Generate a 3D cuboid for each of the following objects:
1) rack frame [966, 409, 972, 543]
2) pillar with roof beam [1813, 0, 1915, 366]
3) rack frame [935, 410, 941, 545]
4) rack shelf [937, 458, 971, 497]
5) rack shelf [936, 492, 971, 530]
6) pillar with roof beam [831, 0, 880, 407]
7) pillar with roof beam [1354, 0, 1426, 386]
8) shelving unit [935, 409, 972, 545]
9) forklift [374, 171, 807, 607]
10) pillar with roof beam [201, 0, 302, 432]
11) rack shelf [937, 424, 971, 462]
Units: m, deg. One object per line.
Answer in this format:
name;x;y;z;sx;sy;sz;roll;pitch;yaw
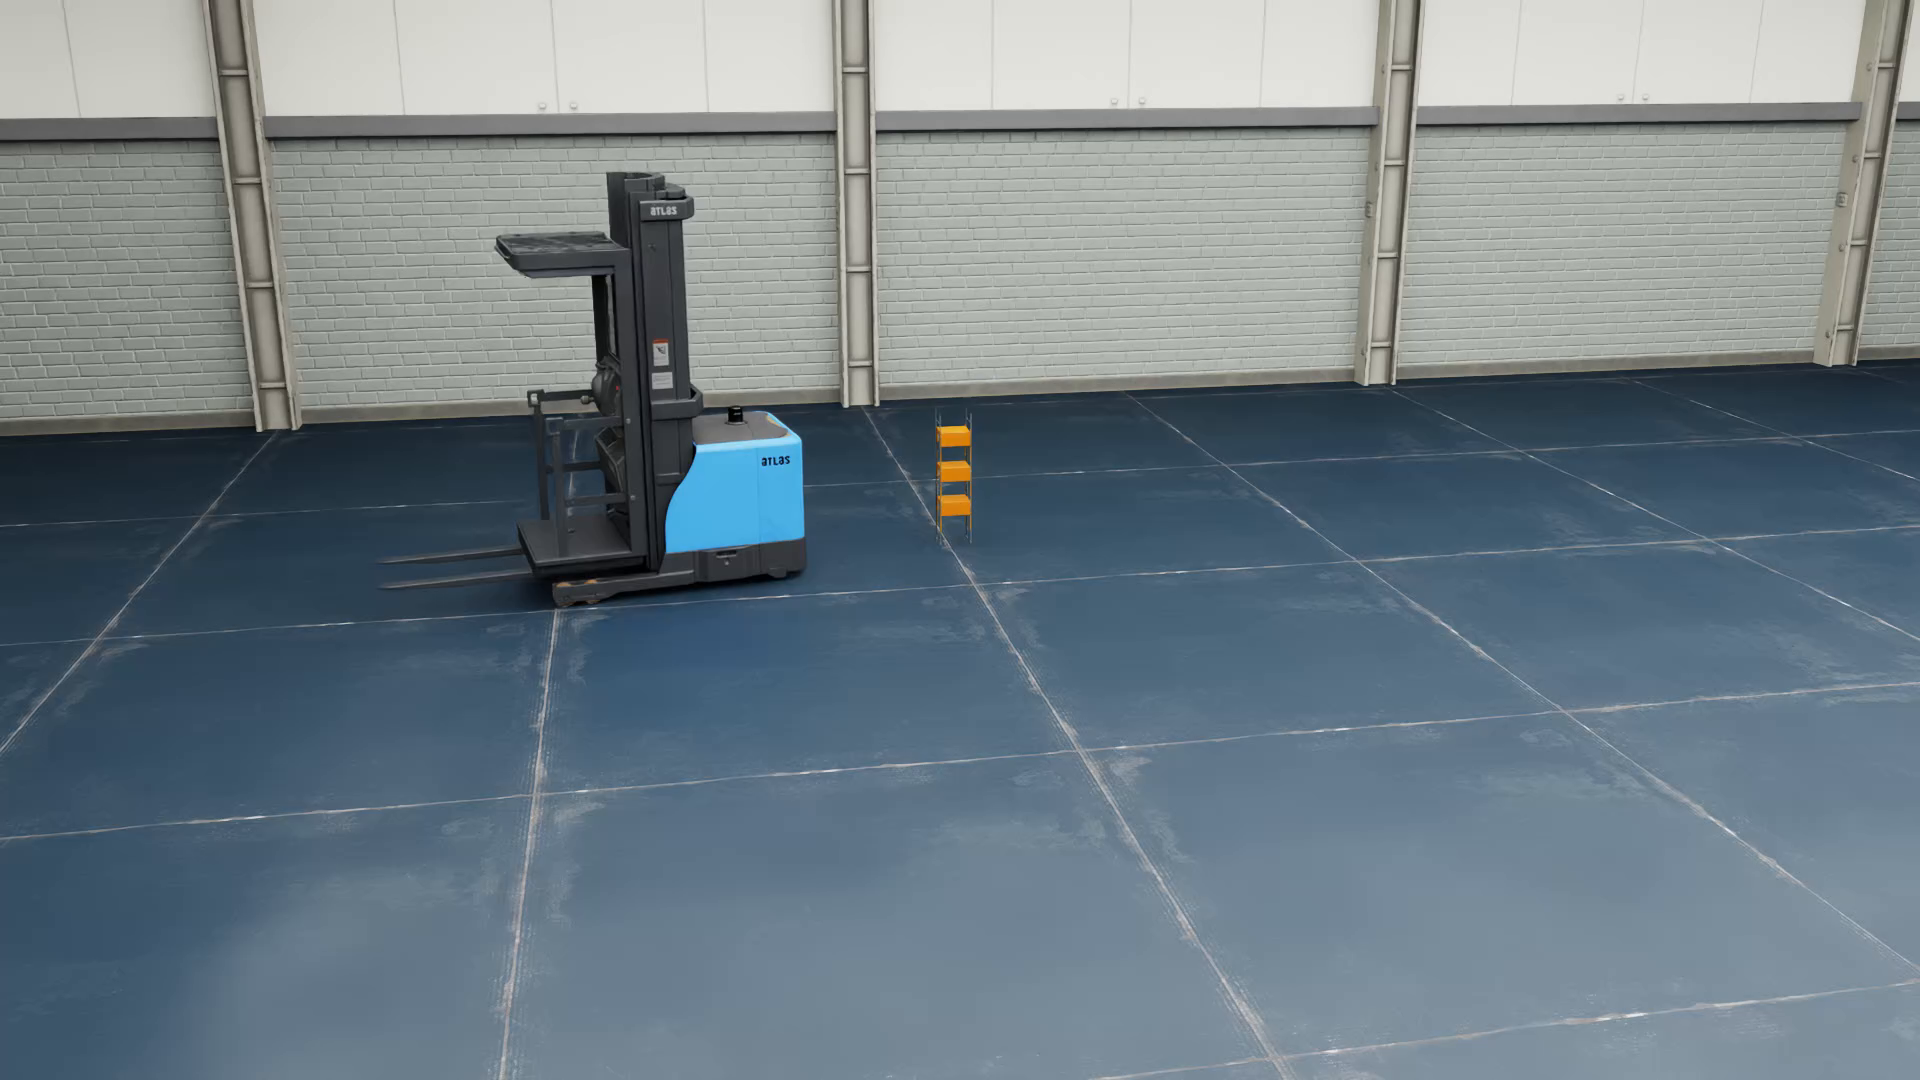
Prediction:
rack frame;0.067;-0.506;13.170;0.008;1.050;0.200;-3;17;-10
pillar with roof beam;11.504;-5.220;14.979;0.400;9.000;9.100;-3;17;-10
rack frame;-0.172;-0.492;13.126;0.008;1.050;0.200;-3;17;-10
rack shelf;-0.053;-0.489;13.151;0.240;0.259;0.215;-3;17;-10
rack shelf;-0.053;-0.223;13.233;0.240;0.259;0.215;-3;17;-10
pillar with roof beam;-0.278;-4.551;12.803;0.400;9.000;9.100;-3;17;-10
pillar with roof beam;5.613;-4.885;13.891;0.400;9.000;9.100;-3;17;-10
shelving unit;-0.053;-0.499;13.148;0.252;1.050;0.215;-3;17;-10
forklift;-2.714;-1.103;11.912;3.031;2.935;1.130;-6;18;-20
pillar with roof beam;-6.169;-4.217;11.715;0.400;9.000;9.100;-3;17;-10
rack shelf;-0.053;-0.760;13.068;0.240;0.259;0.215;-3;17;-10
